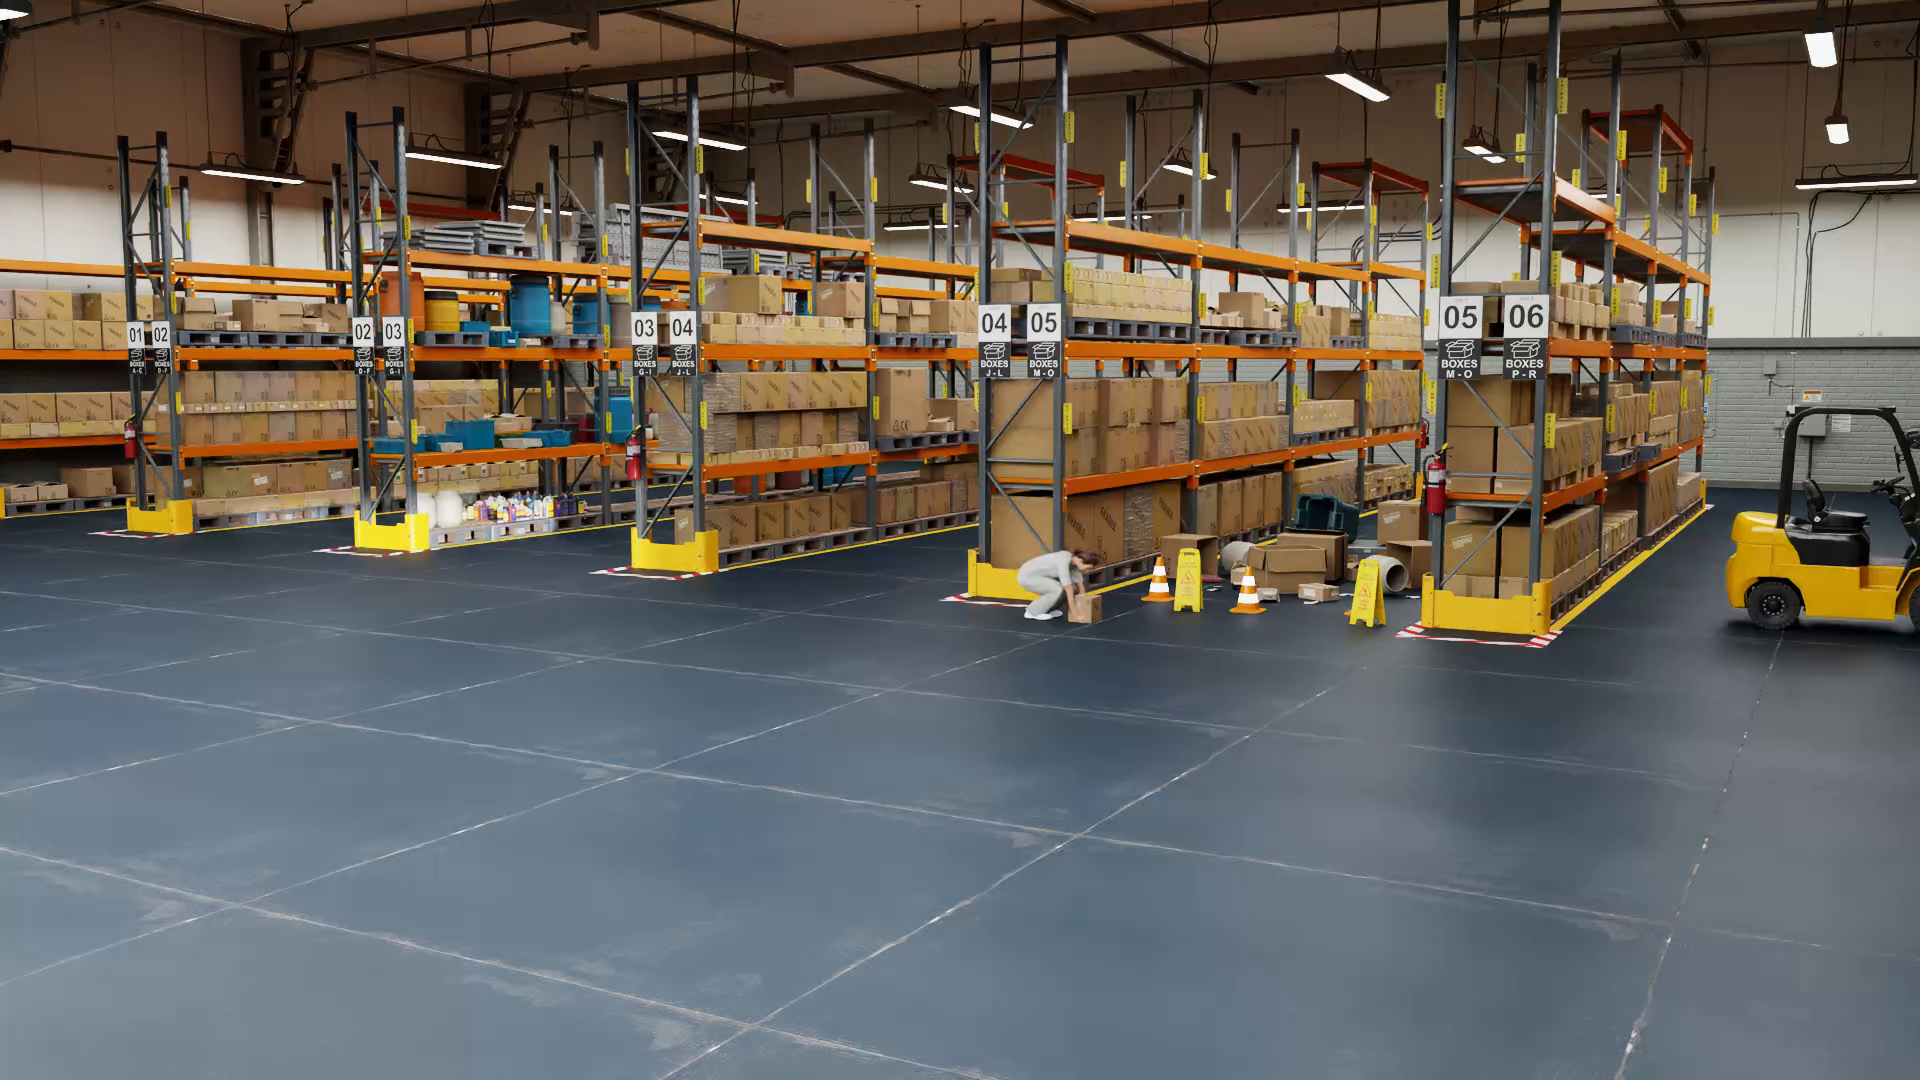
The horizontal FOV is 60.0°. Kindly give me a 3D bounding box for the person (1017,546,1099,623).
[{"bbox_3d":[0.988,0.448,16.746,0.845,0.801,0.464,3,7,27],"label":"person"}]
